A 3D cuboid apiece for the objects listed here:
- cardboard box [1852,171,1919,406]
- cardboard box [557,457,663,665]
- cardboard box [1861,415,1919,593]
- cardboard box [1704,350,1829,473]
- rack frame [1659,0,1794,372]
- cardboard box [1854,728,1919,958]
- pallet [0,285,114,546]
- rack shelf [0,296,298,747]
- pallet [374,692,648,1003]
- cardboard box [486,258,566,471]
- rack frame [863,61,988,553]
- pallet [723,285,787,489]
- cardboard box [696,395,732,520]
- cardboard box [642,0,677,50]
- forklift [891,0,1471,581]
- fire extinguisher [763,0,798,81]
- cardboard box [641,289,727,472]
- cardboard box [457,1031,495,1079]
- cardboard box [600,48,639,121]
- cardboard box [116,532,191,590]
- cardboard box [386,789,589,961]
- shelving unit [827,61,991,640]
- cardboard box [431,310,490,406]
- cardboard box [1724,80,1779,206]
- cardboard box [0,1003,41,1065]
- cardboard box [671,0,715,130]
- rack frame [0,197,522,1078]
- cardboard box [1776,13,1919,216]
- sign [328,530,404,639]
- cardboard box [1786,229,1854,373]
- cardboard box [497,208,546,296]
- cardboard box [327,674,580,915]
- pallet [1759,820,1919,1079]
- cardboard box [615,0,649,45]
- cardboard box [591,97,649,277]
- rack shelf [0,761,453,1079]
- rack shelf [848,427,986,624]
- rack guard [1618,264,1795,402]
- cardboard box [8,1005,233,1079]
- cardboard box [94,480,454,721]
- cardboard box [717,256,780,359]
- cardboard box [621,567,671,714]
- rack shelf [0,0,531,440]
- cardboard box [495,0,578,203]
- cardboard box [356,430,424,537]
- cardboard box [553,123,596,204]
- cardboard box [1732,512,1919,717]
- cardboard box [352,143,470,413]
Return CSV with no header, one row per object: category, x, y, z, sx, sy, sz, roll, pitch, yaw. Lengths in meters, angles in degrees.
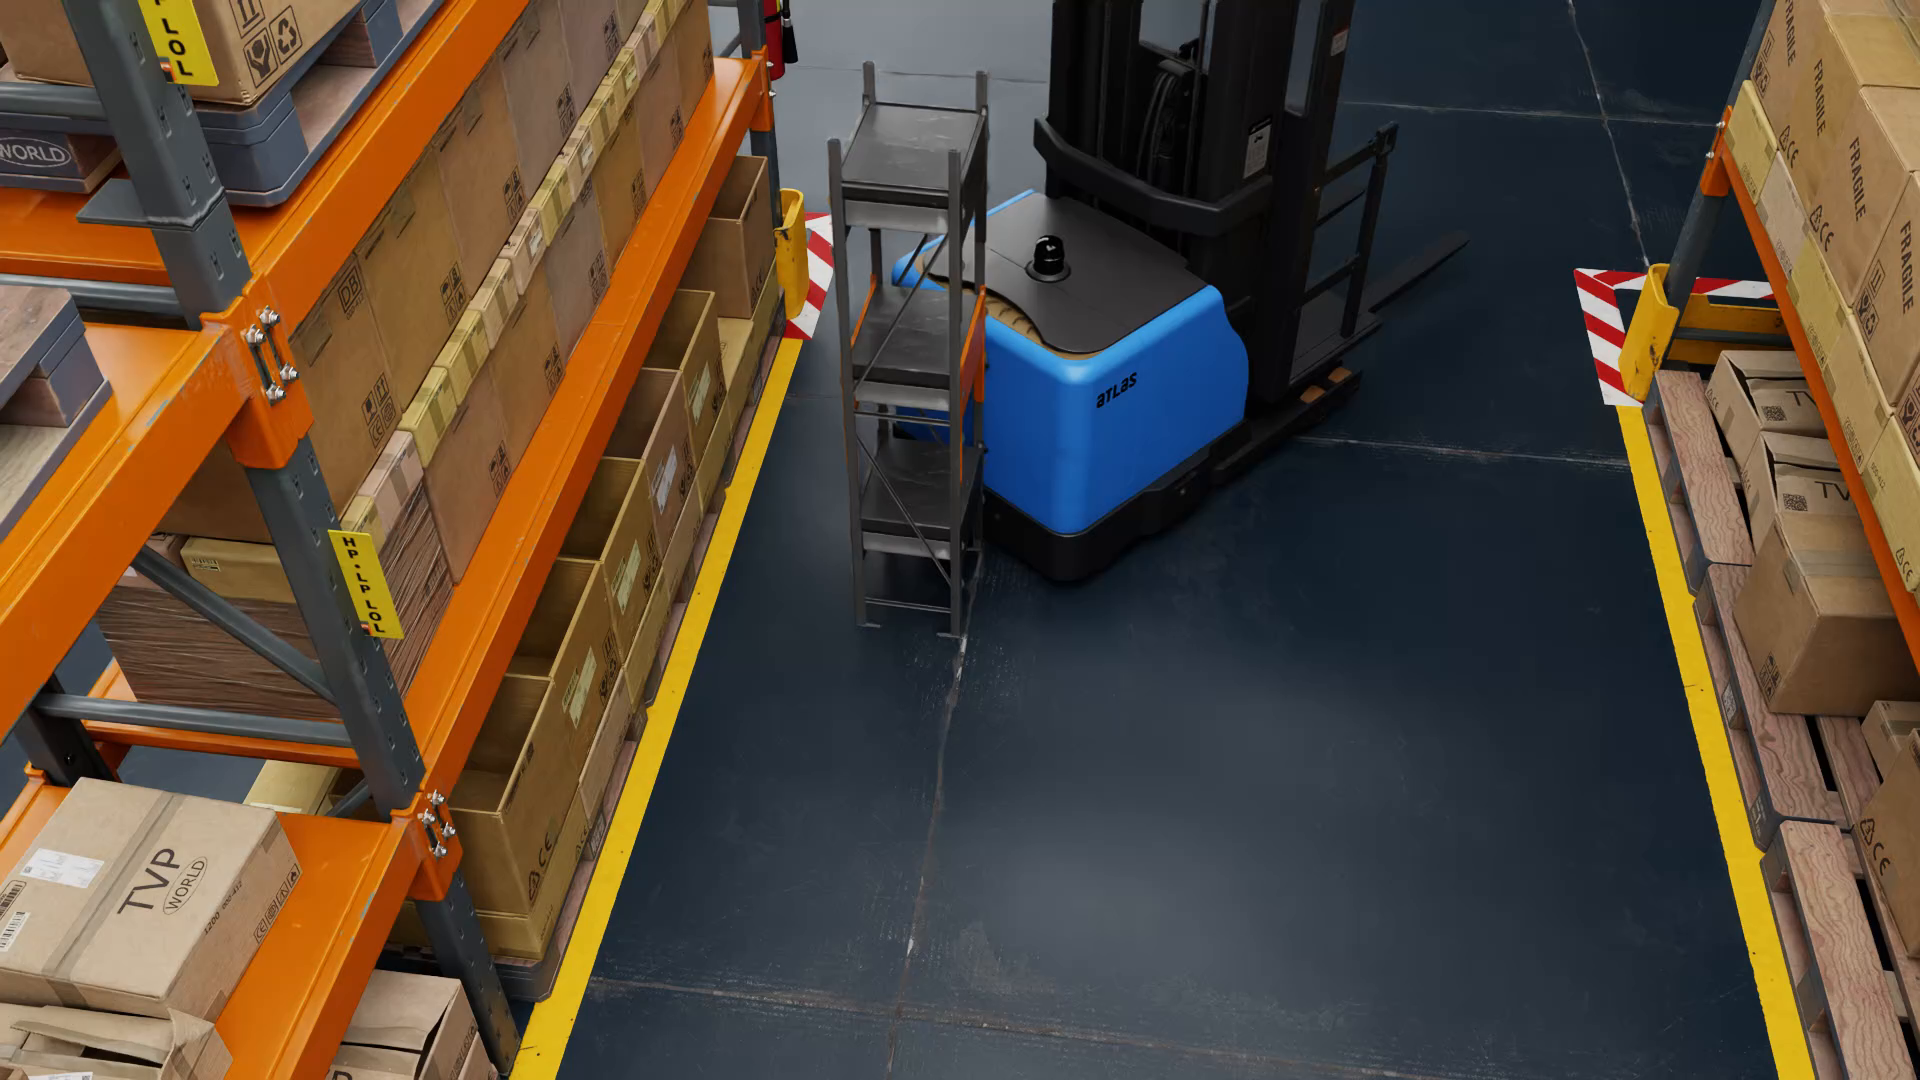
cardboard box,3.020,-0.714,4.872,0.500,0.500,0.500,6,44,7
cardboard box,-1.349,0.055,5.659,0.500,0.500,0.500,5,44,6
cardboard box,2.945,-0.088,4.756,0.500,0.250,0.500,5,44,5
cardboard box,3.406,-0.548,6.782,0.500,0.311,0.500,1,43,1
rack frame,3.587,-1.828,6.499,1.000,3.000,0.127,5,44,6
cardboard box,3.156,0.935,5.079,0.500,0.500,0.500,2,43,2
pallet,-1.957,0.033,2.491,0.805,0.209,1.217,4,44,4
rack shelf,-2.117,0.986,1.869,1.077,0.370,4.000,5,44,6
pallet,-1.706,0.925,5.620,1.003,0.211,1.213,5,44,6
cardboard box,-1.667,-0.590,5.119,0.700,0.500,0.500,6,44,6
rack frame,-0.111,-0.740,6.005,0.400,2.100,0.015,7,44,7
pallet,-1.384,-0.738,7.376,1.003,0.211,1.213,5,44,6
cardboard box,-1.221,-0.354,6.637,0.500,0.250,0.500,5,44,6
cardboard box,-1.253,-1.917,6.048,0.380,0.149,0.250,5,44,5
forklift,1.132,-1.804,6.523,3.031,2.935,1.130,-34,53,-30
fire extinguisher,-0.848,-2.286,7.039,0.296,0.674,0.183,5,44,6
cardboard box,-1.218,-0.626,6.379,0.500,0.500,0.500,5,44,6
cardboard box,-1.620,1.606,4.567,0.500,0.250,0.500,5,44,5
cardboard box,-1.322,-1.567,5.678,0.380,0.149,0.250,6,44,7
cardboard box,-2.029,-0.026,4.051,0.380,0.149,0.250,5,44,5
cardboard box,-1.491,1.008,5.198,0.500,0.250,0.500,5,44,6
shelving unit,-0.154,-0.575,5.830,0.431,2.100,0.503,7,44,7
cardboard box,-1.527,-0.513,4.565,0.380,0.149,0.250,5,44,5
cardboard box,3.208,-1.477,6.223,0.500,0.250,0.500,4,44,4
cardboard box,-2.173,1.127,3.561,0.380,0.149,0.250,5,44,6
cardboard box,-1.398,-1.995,6.602,0.700,0.500,0.500,5,44,6
rack frame,-1.853,0.451,4.092,1.000,3.000,0.127,5,44,6
cardboard box,3.150,-1.419,5.616,0.500,0.500,0.500,5,44,6
sign,-1.314,0.102,3.676,0.100,0.325,0.005,5,44,6
cardboard box,3.080,-0.775,5.481,0.500,0.250,0.500,5,44,5
cardboard box,-1.459,-0.865,4.938,0.380,0.149,0.250,4,44,4
cardboard box,-1.481,0.737,4.939,0.500,0.500,0.500,5,44,6
pallet,3.112,1.450,5.065,1.003,0.211,1.213,5,44,6
cardboard box,-1.469,-2.071,5.739,0.700,0.500,0.500,4,44,4
cardboard box,-1.534,-1.299,5.867,0.700,0.500,0.500,6,44,6
rack shelf,-2.117,2.075,2.900,1.077,0.370,4.000,5,44,6
rack shelf,-0.154,-0.057,6.321,0.431,0.518,0.480,7,44,7
rack guard,3.577,-0.868,7.303,1.175,0.500,0.348,5,44,6
cardboard box,-1.787,1.115,3.488,0.396,0.266,0.258,4,44,4
cardboard box,-1.800,0.111,4.378,0.700,0.500,0.500,4,44,4
cardboard box,-1.102,-1.037,7.358,0.500,0.250,0.500,5,44,6
cardboard box,-1.349,0.327,5.917,0.500,0.250,0.500,5,44,6
rack shelf,-1.588,-1.740,4.748,1.077,0.370,4.000,5,44,6
cardboard box,-1.601,-1.386,5.016,0.700,0.500,0.500,5,44,6
cardboard box,-1.592,-0.158,4.191,0.380,0.149,0.250,6,44,6
cardboard box,-1.389,-1.212,5.304,0.380,0.149,0.250,5,44,5
cardboard box,3.184,0.268,5.784,0.700,0.500,0.500,3,44,3
cardboard box,-1.735,-0.704,4.296,0.700,0.500,0.500,5,44,5
